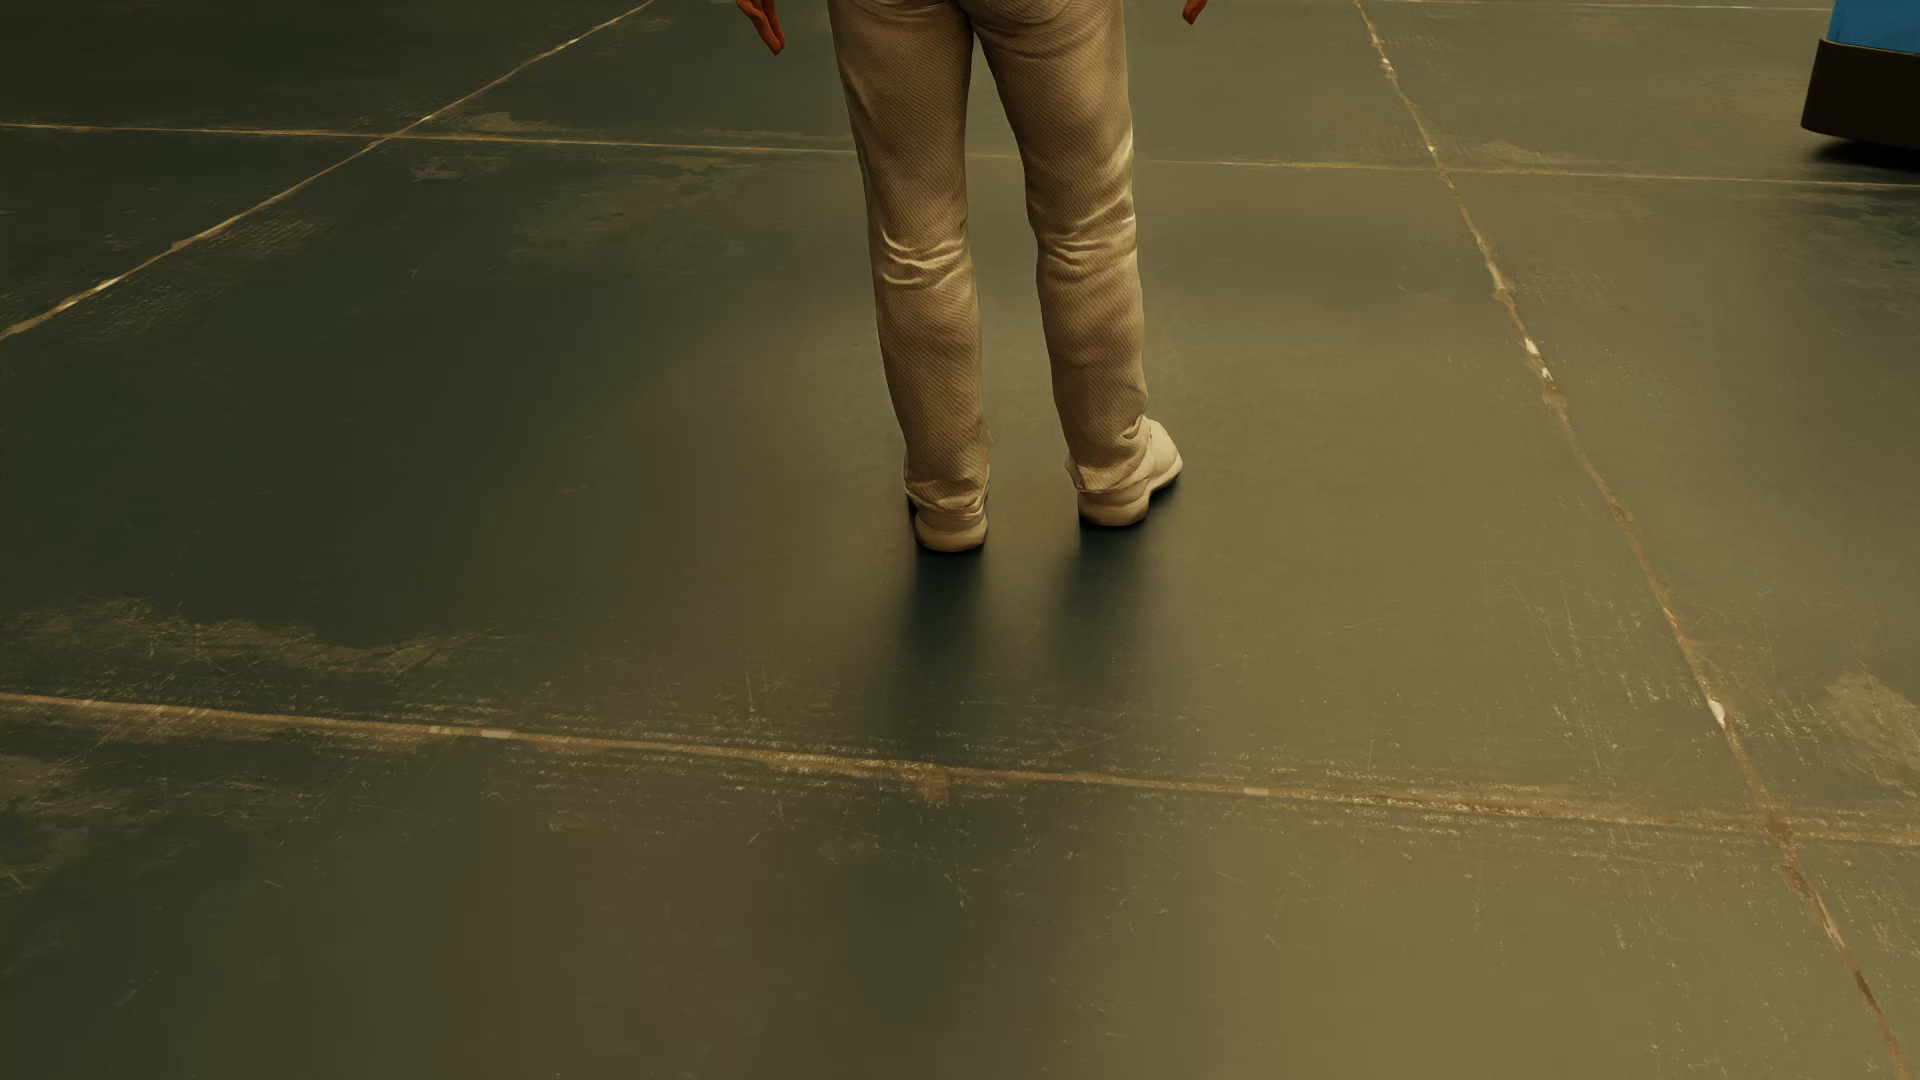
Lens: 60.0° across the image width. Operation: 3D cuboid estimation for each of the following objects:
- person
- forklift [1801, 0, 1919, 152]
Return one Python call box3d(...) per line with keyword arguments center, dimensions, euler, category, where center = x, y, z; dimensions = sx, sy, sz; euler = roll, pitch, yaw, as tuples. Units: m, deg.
box3d(center=(0.015, -0.824, 2.164), dimensions=(0.665, 1.759, 0.577), euler=(3, 27, 7), category="person")
box3d(center=(3.827, -2.633, 4.496), dimensions=(3.031, 2.935, 1.130), euler=(-19, 32, -33), category="forklift")
